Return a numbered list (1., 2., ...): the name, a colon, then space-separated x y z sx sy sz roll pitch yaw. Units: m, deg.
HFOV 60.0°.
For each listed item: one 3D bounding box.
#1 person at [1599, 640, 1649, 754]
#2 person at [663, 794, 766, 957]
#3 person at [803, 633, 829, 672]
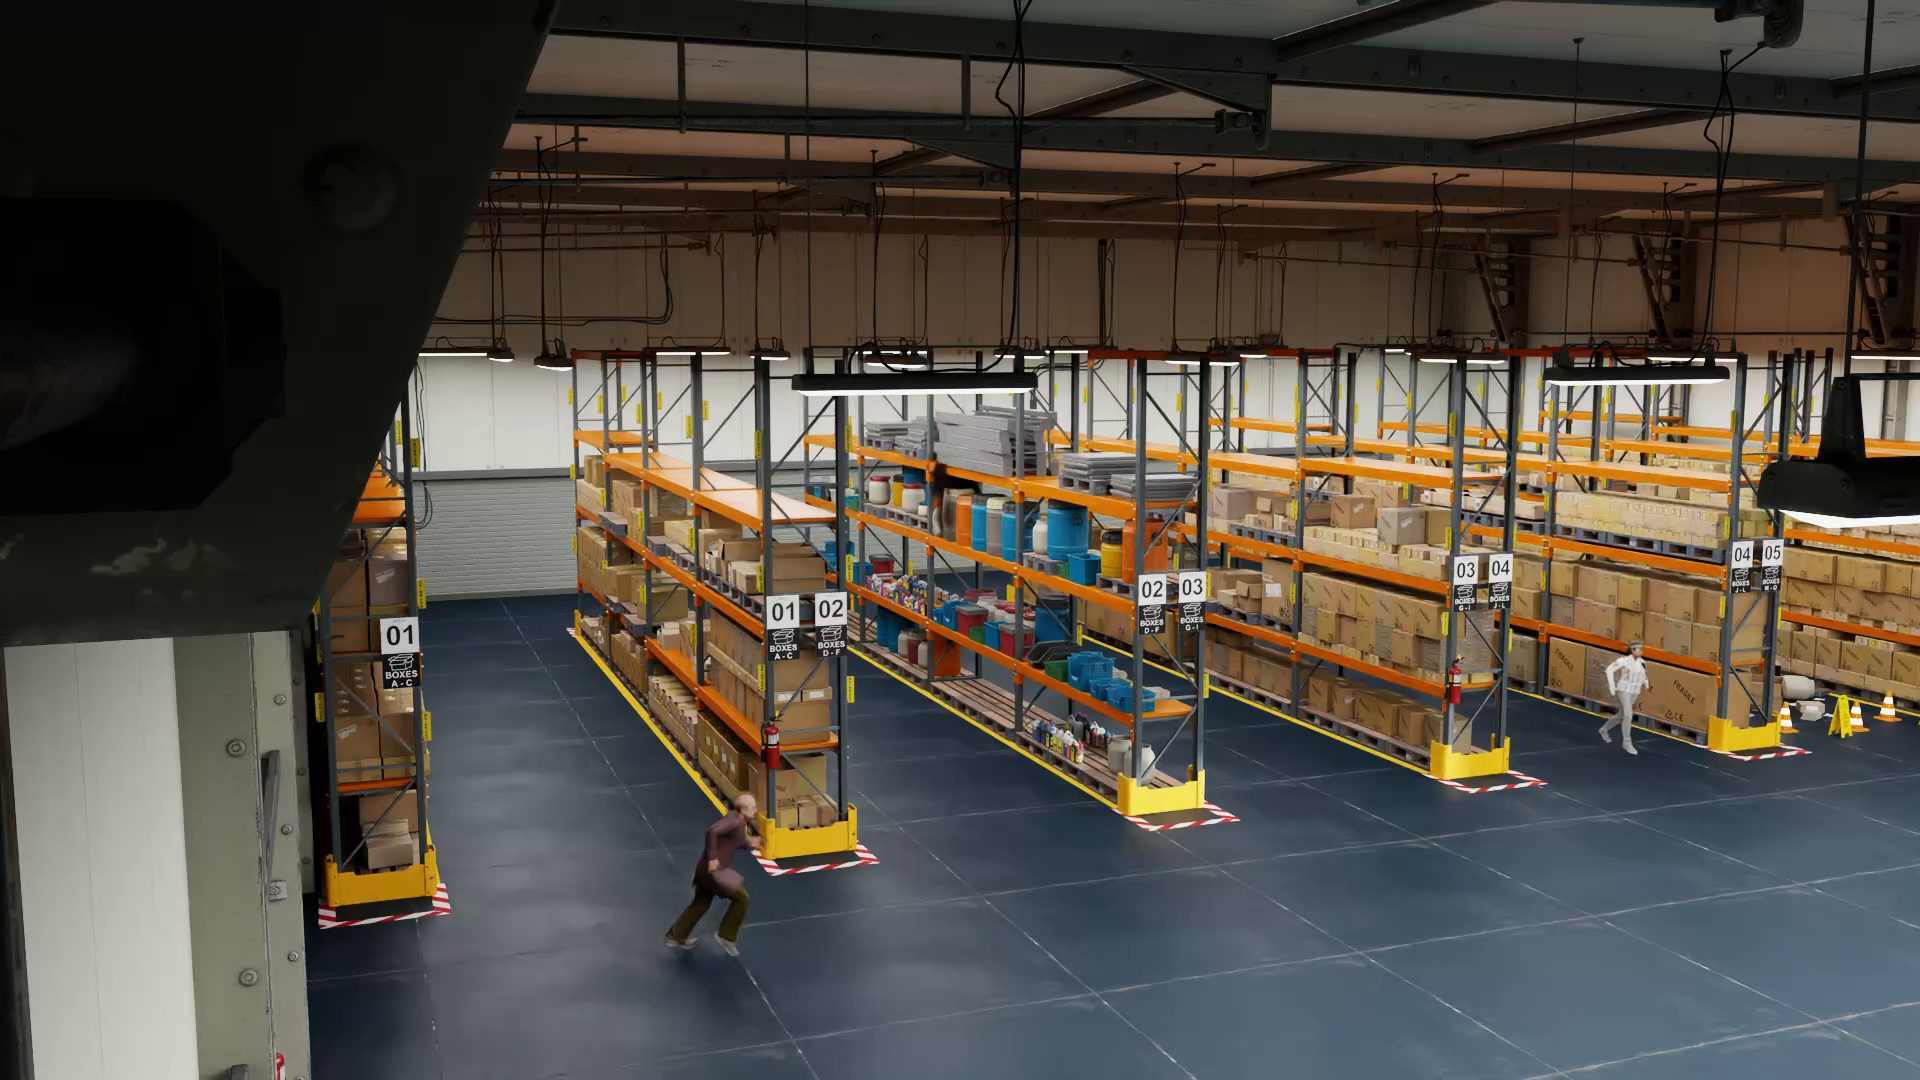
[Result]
1. person: 10.185 2.333 25.342 0.633 1.650 0.922 -3 8 -23
2. person: -2.497 3.444 16.886 1.061 1.712 0.756 -1 7 -7
3. person: -2.489 1.905 28.551 0.664 1.823 0.870 -3 8 -22
